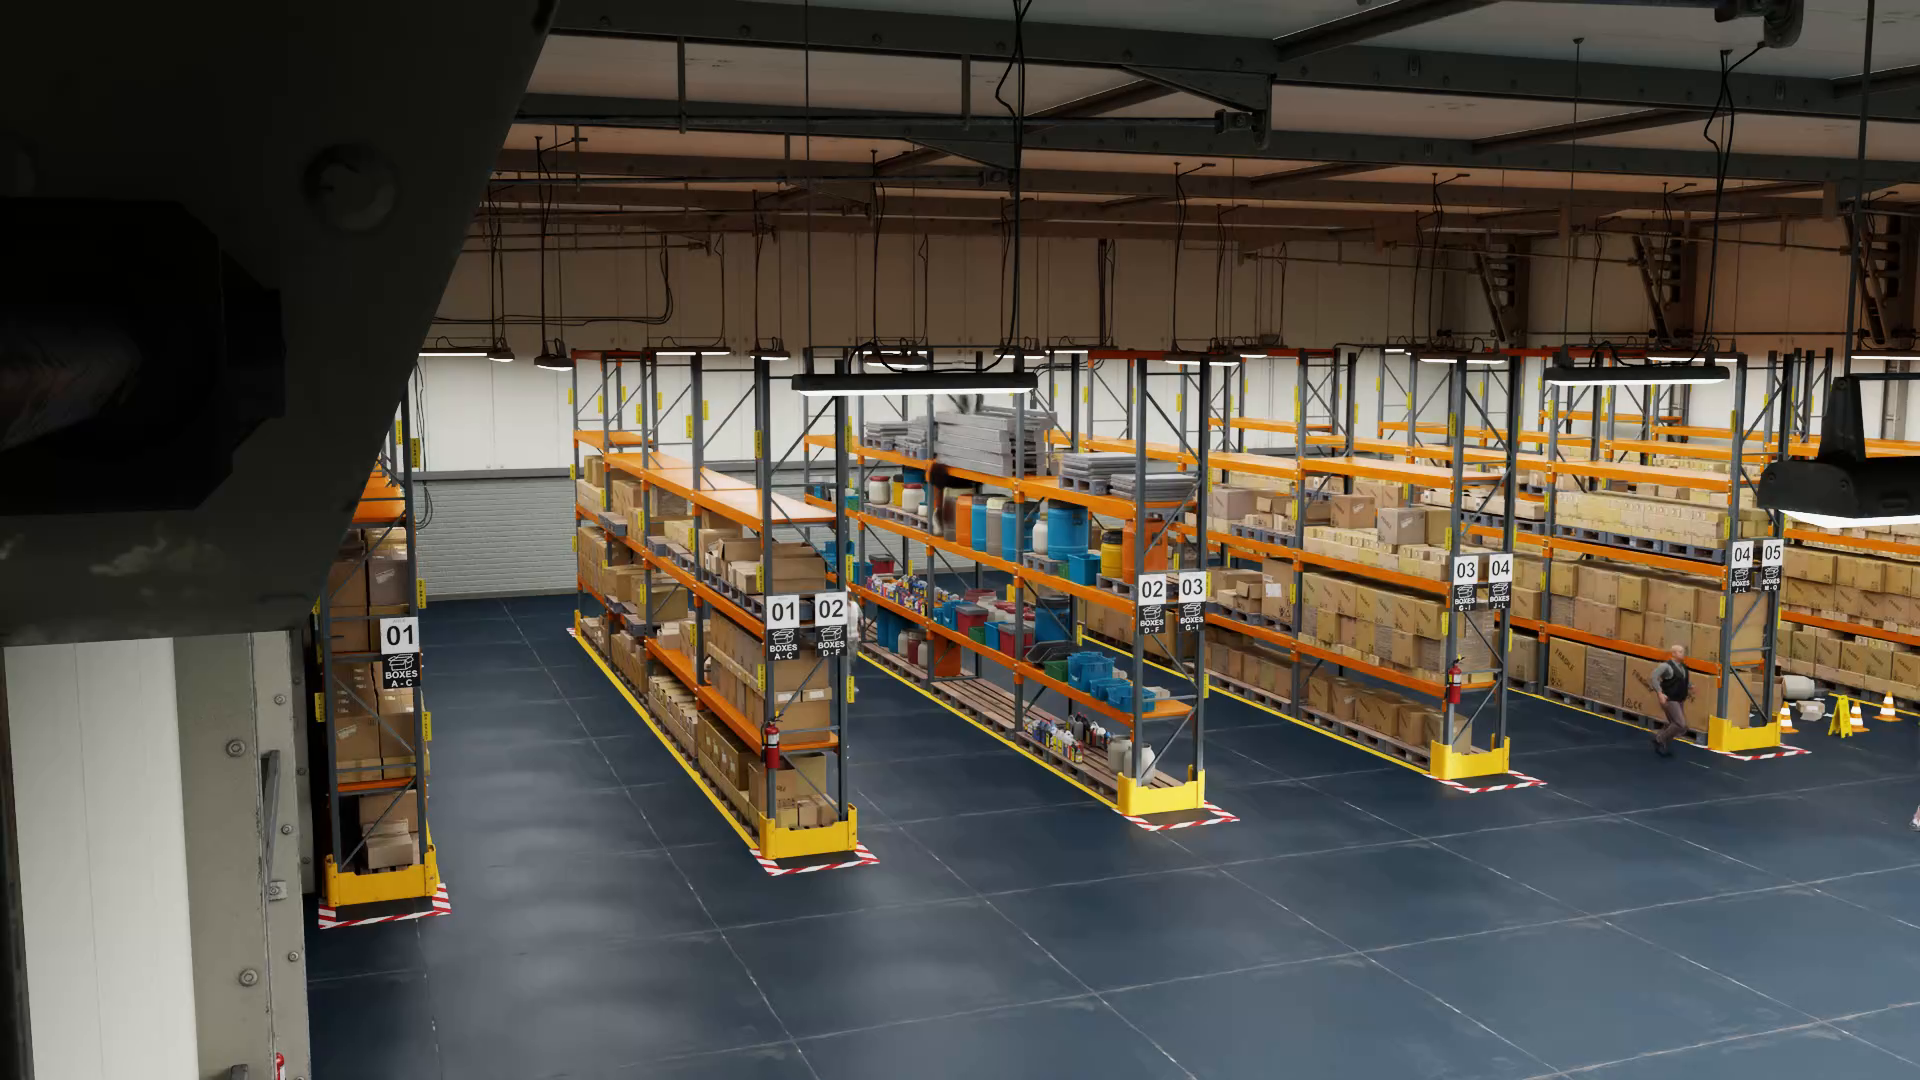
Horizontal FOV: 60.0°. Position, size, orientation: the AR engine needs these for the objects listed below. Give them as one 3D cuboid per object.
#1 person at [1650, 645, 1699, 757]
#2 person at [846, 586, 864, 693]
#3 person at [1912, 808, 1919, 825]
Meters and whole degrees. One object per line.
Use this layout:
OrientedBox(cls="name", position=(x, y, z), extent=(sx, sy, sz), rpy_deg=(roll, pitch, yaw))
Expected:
OrientedBox(cls="person", position=(10.674, 2.408, 24.830), extent=(0.611, 1.688, 0.614), rpy_deg=(-5, 9, -37))
OrientedBox(cls="person", position=(-1.911, 1.672, 28.113), extent=(0.696, 1.794, 0.878), rpy_deg=(-5, 8, -33))
OrientedBox(cls="person", position=(12.548, 2.896, 21.055), extent=(0.770, 1.682, 0.542), rpy_deg=(2, 7, 15))
